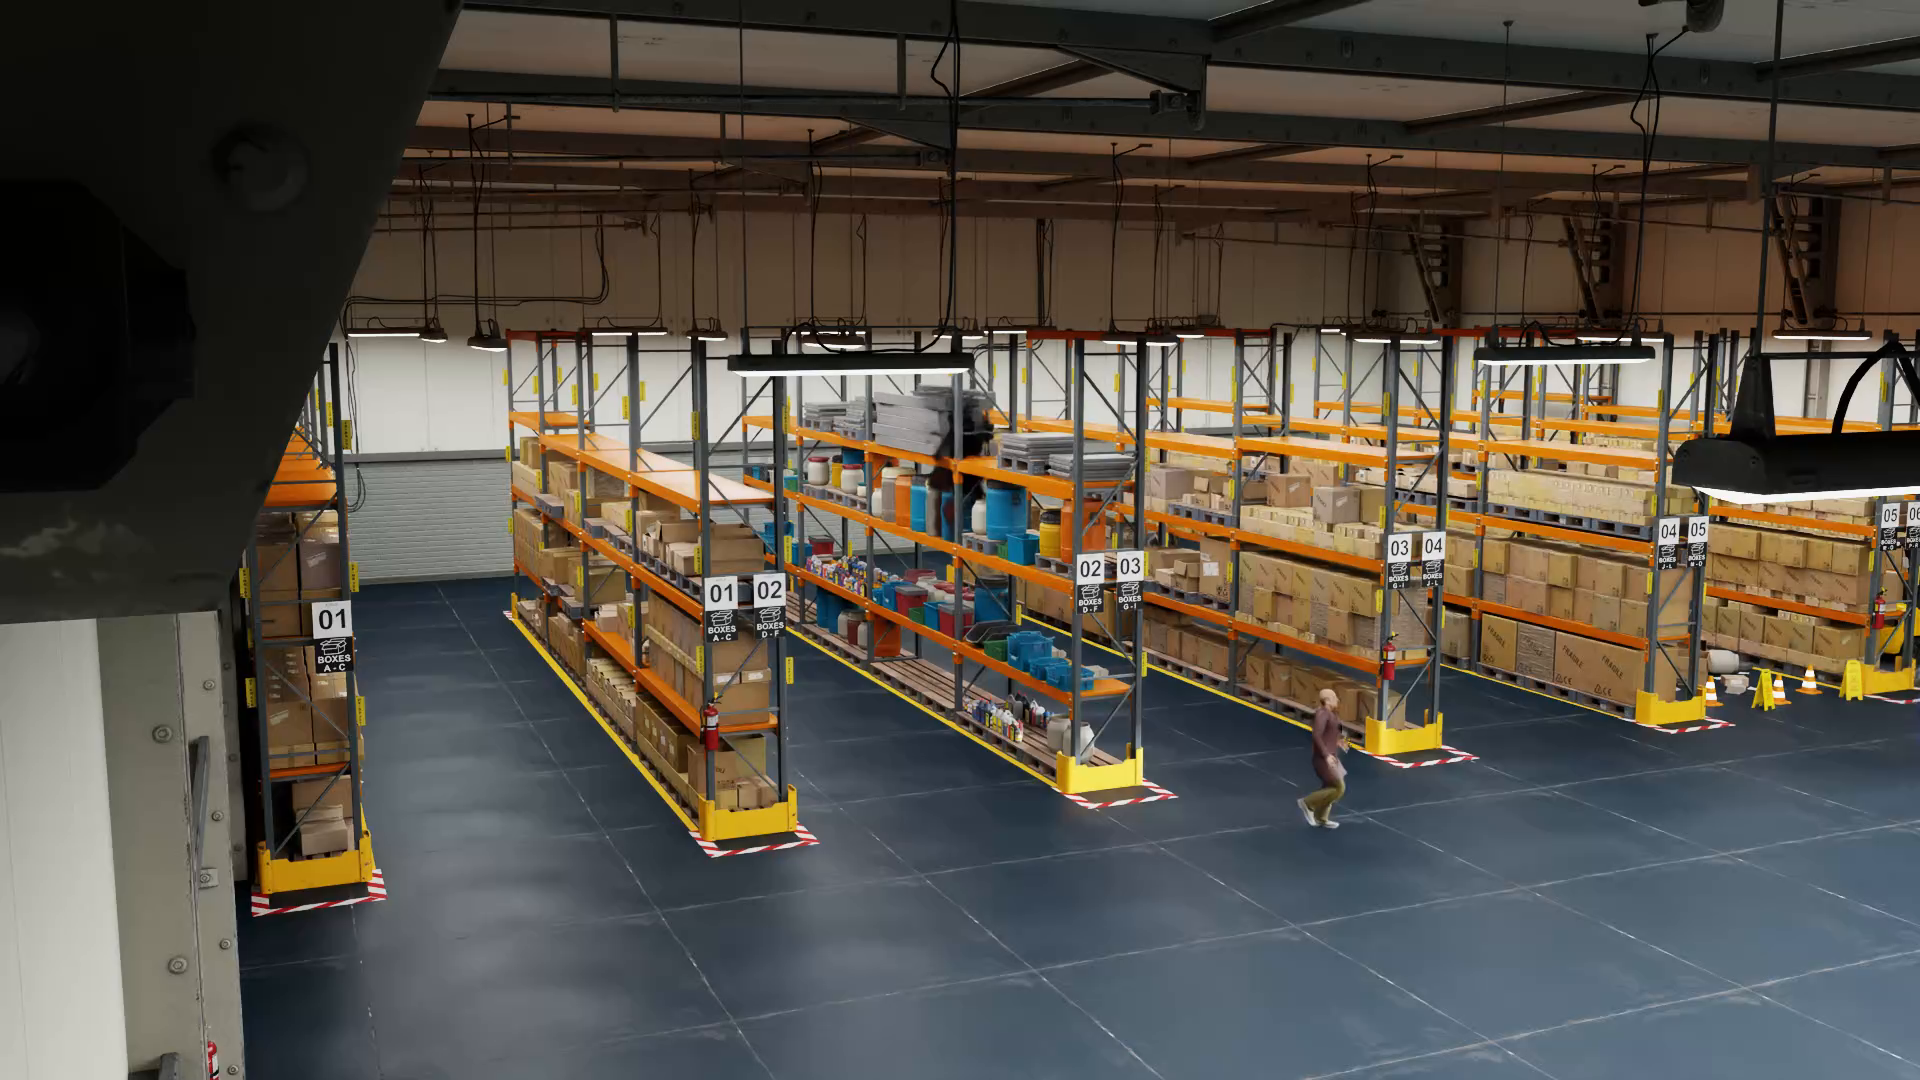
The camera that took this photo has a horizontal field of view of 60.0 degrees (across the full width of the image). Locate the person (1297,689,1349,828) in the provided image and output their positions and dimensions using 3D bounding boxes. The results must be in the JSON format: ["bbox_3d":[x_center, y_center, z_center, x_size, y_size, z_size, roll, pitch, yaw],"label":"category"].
[{"bbox_3d":[4.490,2.692,20.520,0.633,1.748,0.727,1,8,7],"label":"person"}]

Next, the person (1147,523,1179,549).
[{"bbox_3d":[4.539,0.472,36.880,0.627,1.780,0.752,-4,9,-25],"label":"person"}]
